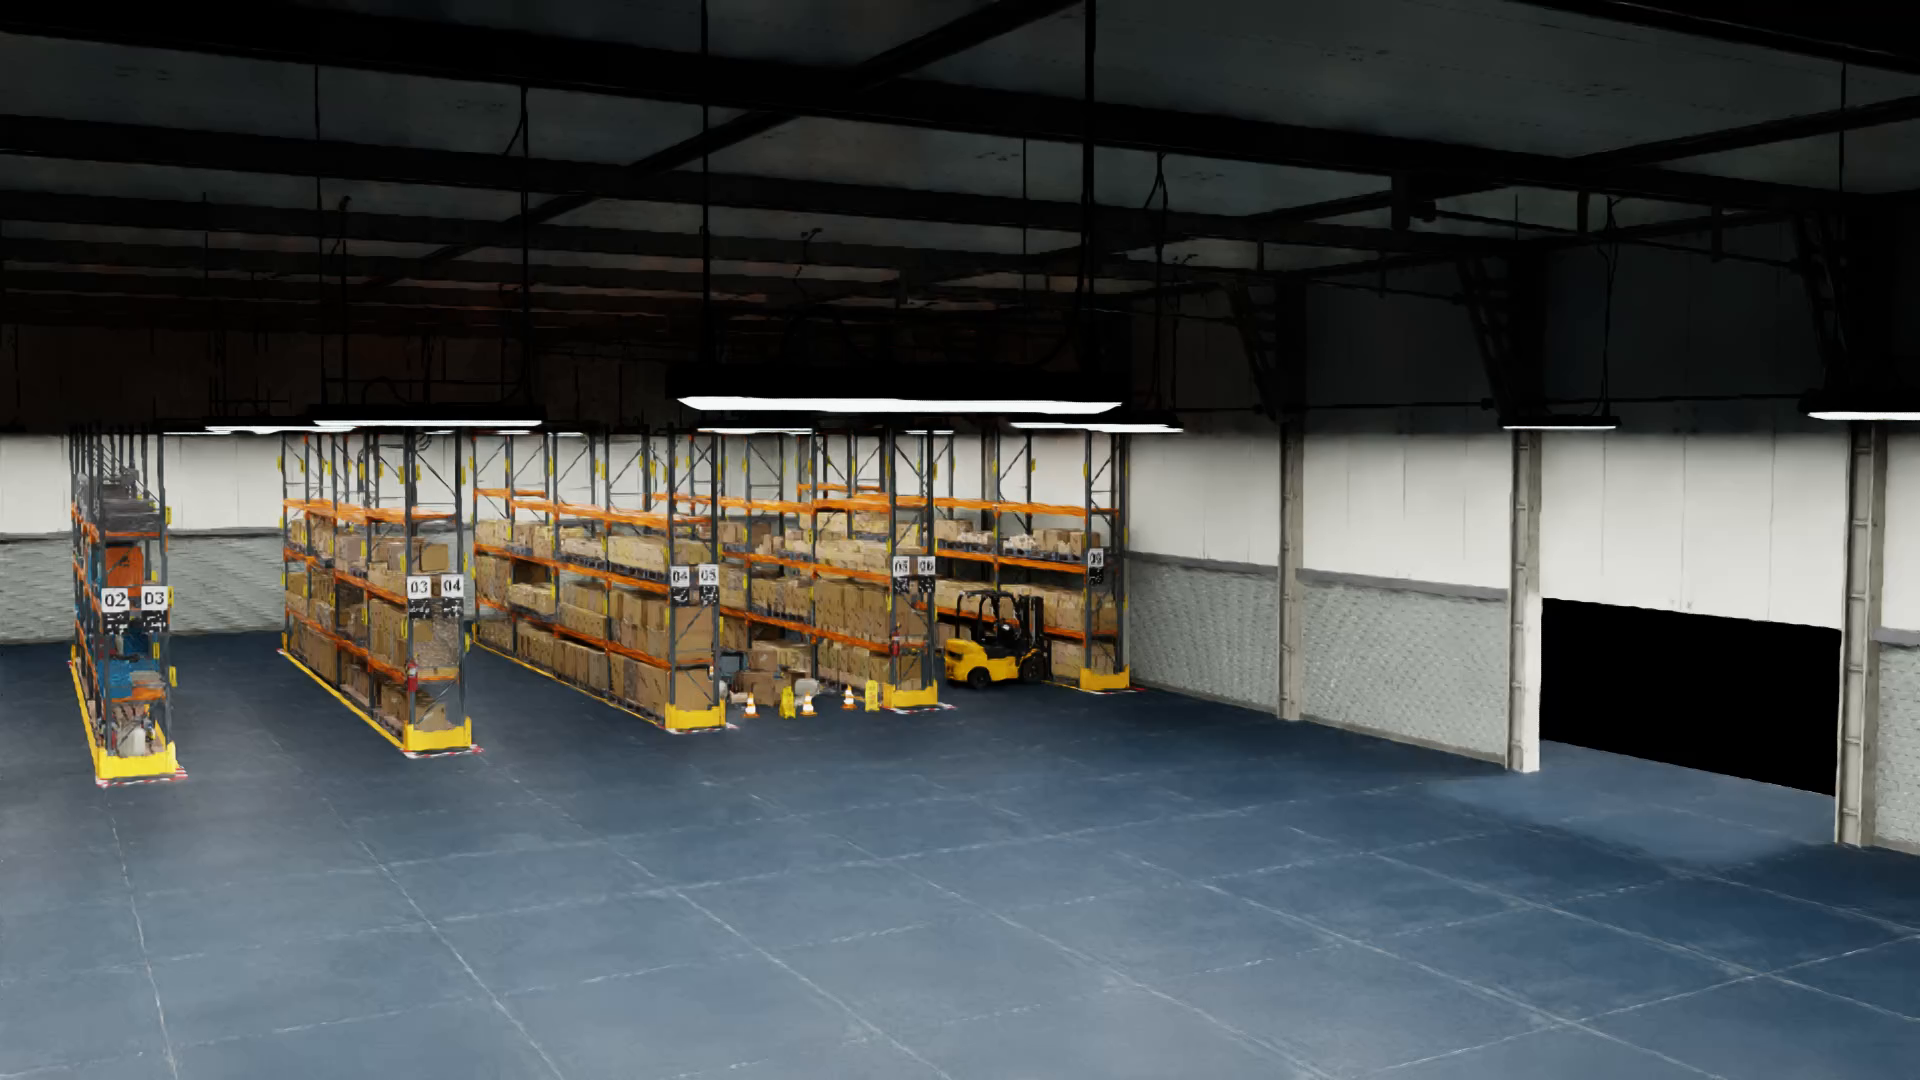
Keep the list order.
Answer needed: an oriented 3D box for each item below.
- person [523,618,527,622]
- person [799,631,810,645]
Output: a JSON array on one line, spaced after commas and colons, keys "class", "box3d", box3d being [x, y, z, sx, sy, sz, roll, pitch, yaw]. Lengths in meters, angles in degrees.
[{"class": "person", "box3d": [-13.308, 1.751, 50.911, 0.531, 1.667, 0.531, 0, 4, 7]}, {"class": "person", "box3d": [-4.230, 2.167, 44.462, 0.453, 1.599, 0.467, 0, 4, 2]}]
